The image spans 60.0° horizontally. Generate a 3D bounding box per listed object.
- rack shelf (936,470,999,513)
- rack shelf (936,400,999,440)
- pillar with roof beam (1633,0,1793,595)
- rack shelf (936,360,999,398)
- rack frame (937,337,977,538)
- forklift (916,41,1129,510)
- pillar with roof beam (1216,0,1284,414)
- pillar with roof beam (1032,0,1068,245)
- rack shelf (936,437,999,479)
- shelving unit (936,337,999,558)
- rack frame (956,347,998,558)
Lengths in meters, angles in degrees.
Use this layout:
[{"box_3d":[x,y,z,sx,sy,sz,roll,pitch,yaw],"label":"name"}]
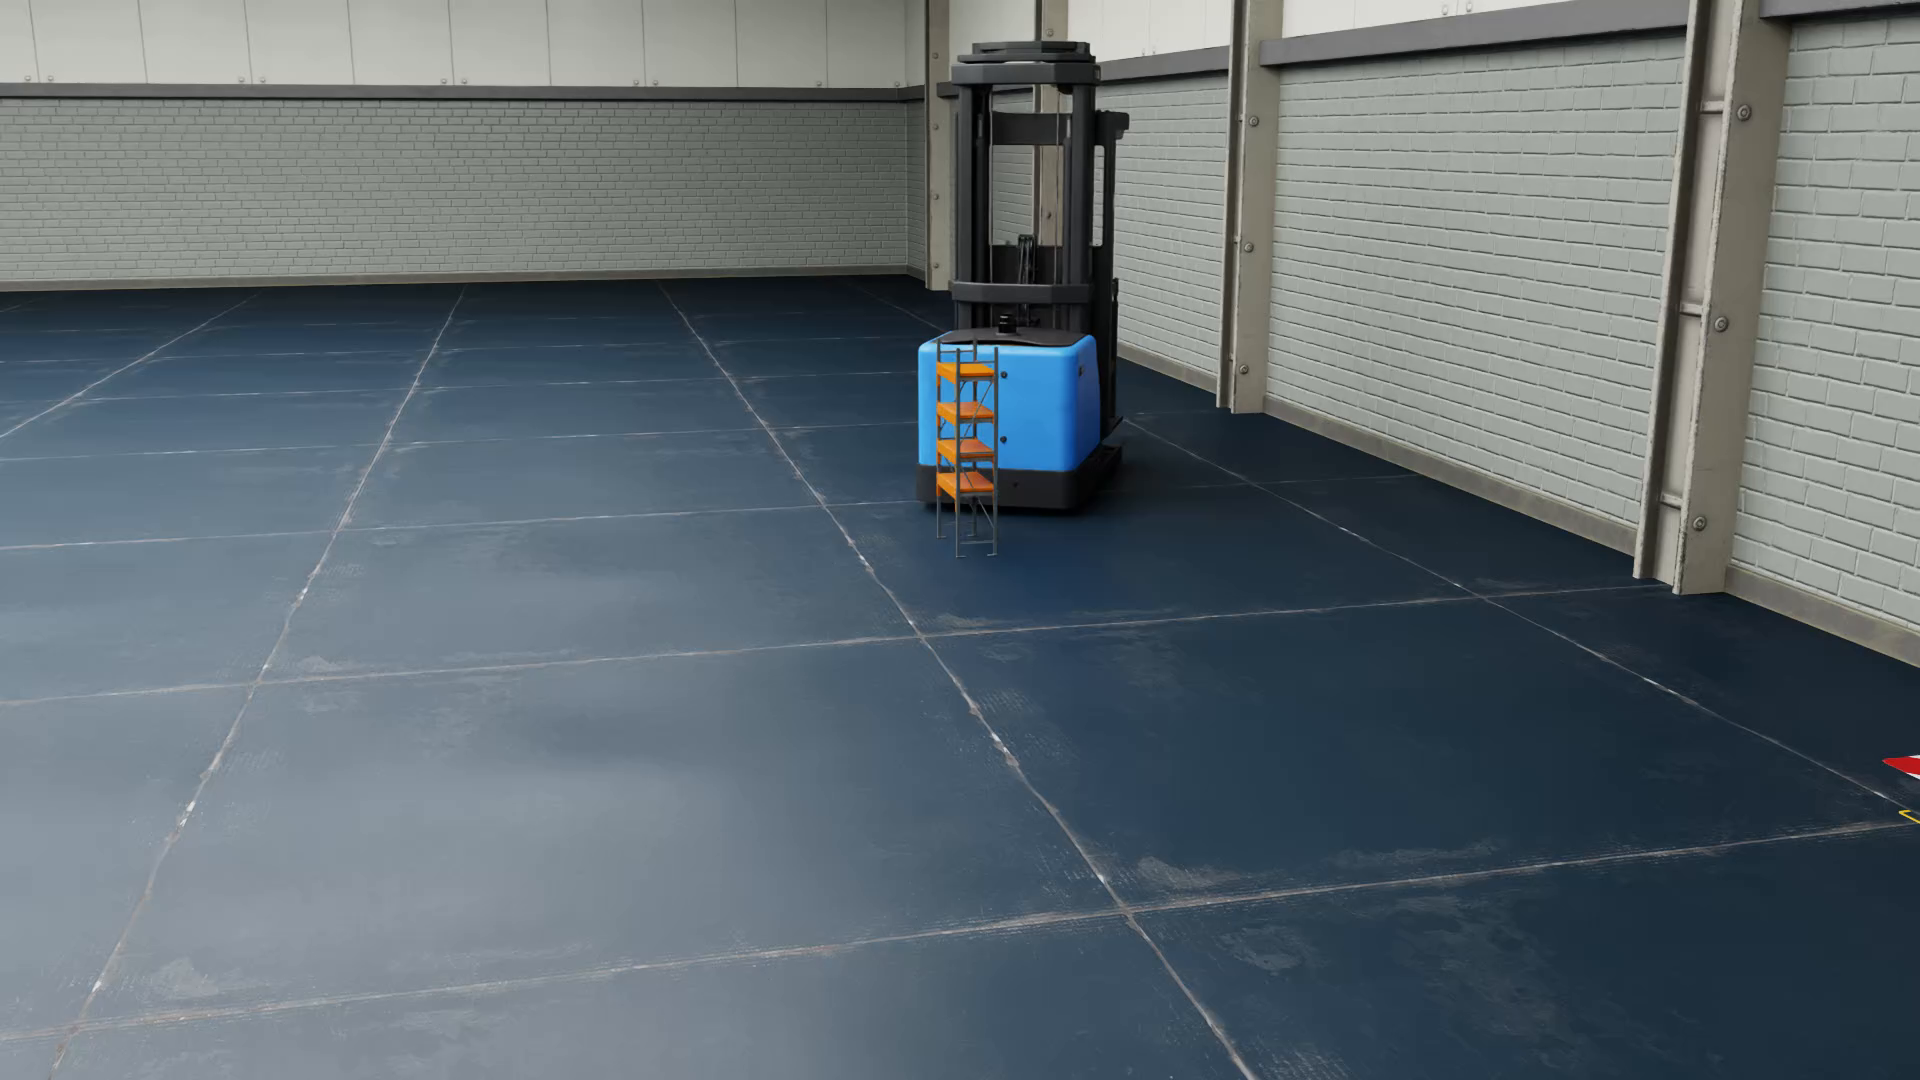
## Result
[{"box_3d":[0.039,-0.286,9.691,0.258,0.148,0.480,-3,14,-13],"label":"rack shelf"},{"box_3d":[0.039,-0.697,9.591,0.258,0.148,0.480,-3,14,-13],"label":"rack shelf"},{"box_3d":[-0.303,-3.897,6.918,9.100,9.000,0.400,-3,14,-13],"label":"pillar with roof beam"},{"box_3d":[0.039,-0.926,9.535,0.258,0.148,0.480,-3,14,-13],"label":"rack shelf"},{"box_3d":[-0.018,-0.601,9.859,0.240,1.200,0.015,-3,14,-13],"label":"rack frame"},{"box_3d":[0.560,-1.920,11.610,1.130,2.935,3.031,3,14,13],"label":"forklift"},{"box_3d":[-1.712,-5.281,12.583,9.100,9.000,0.400,-3,14,-13],"label":"pillar with roof beam"},{"box_3d":[-3.121,-6.665,18.249,9.100,9.000,0.400,-3,14,-13],"label":"pillar with roof beam"},{"box_3d":[0.039,-0.479,9.644,0.258,0.148,0.480,-3,14,-13],"label":"rack shelf"},{"box_3d":[0.039,-0.545,9.628,0.258,1.200,0.503,-3,14,-13],"label":"shelving unit"},{"box_3d":[0.096,-0.488,9.398,0.240,1.200,0.015,-3,14,-13],"label":"rack frame"}]
